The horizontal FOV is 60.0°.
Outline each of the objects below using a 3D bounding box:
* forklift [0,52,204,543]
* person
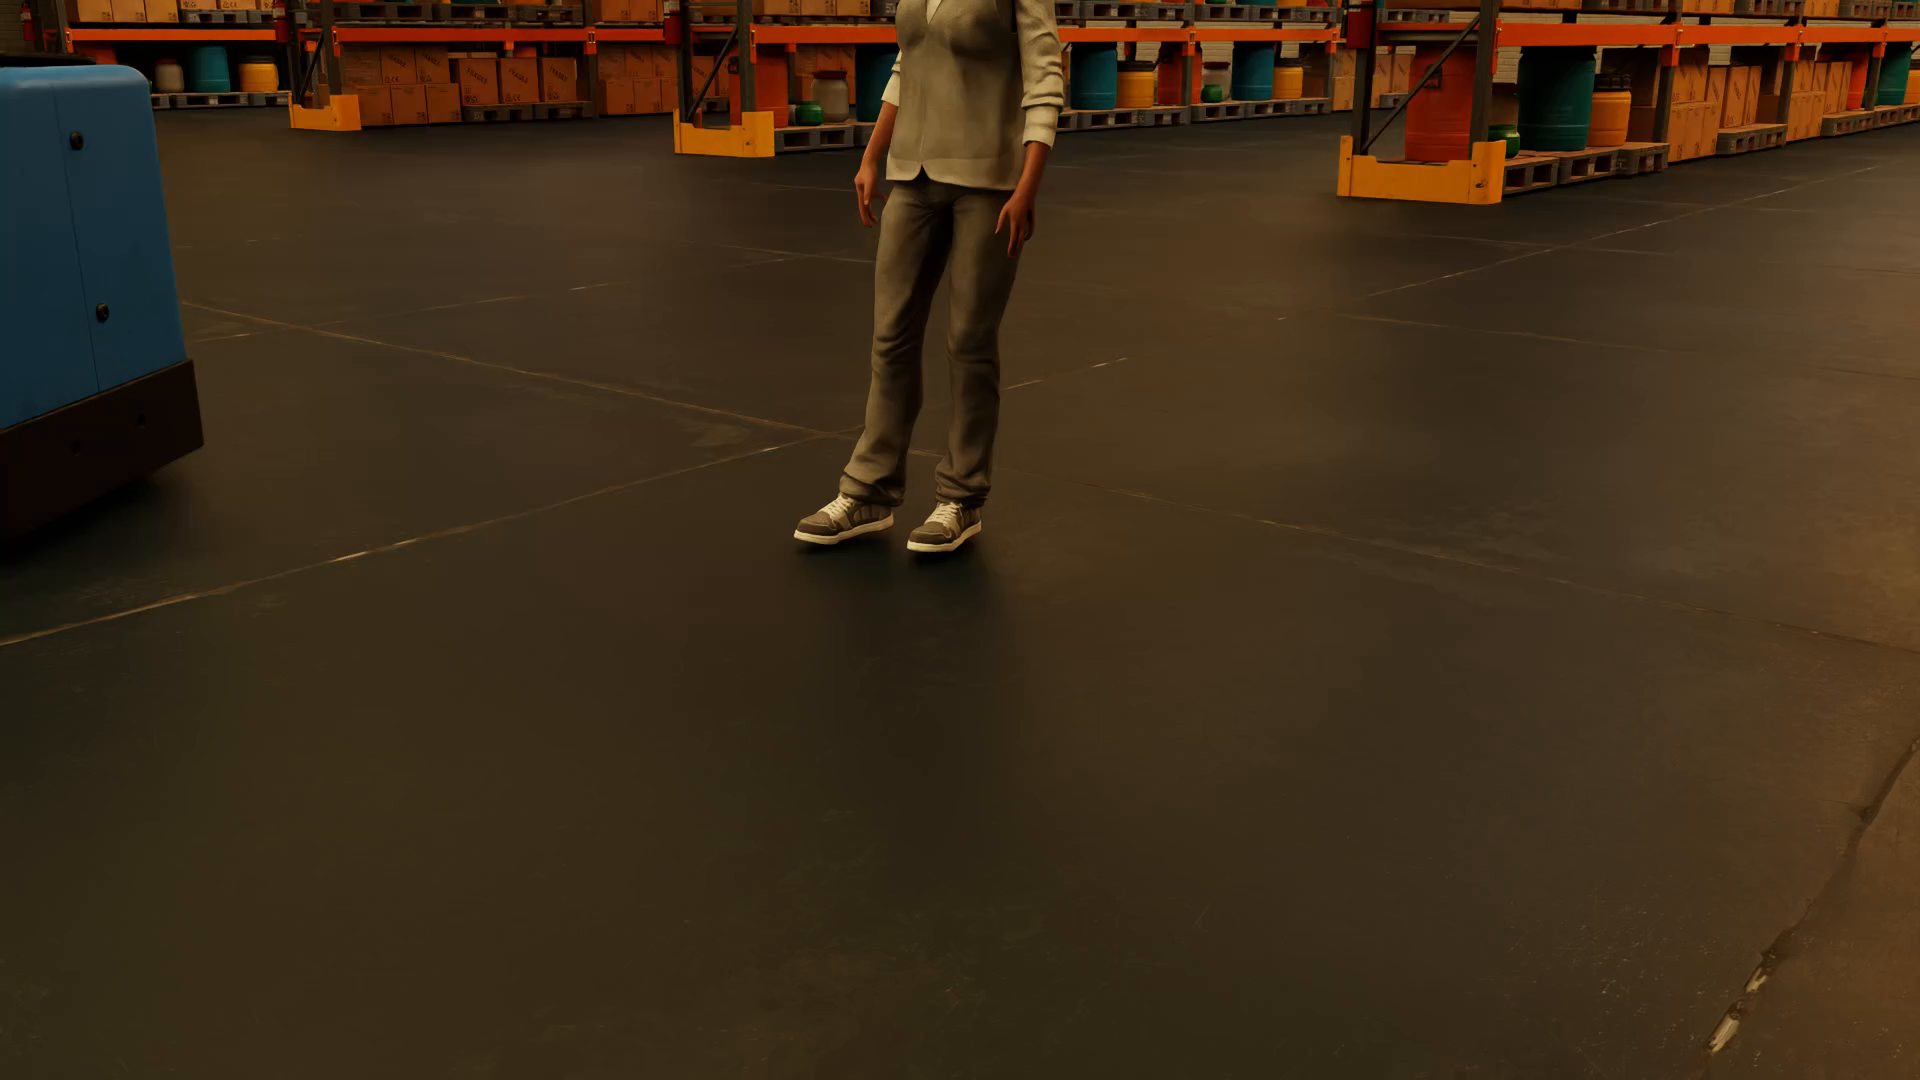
[{"bbox_3d":[-3.596,-1.481,3.776,3.031,2.935,1.130,1,17,2],"label":"forklift"},{"bbox_3d":[-0.058,-0.757,3.662,0.520,1.597,0.475,13,21,37],"label":"person"}]
